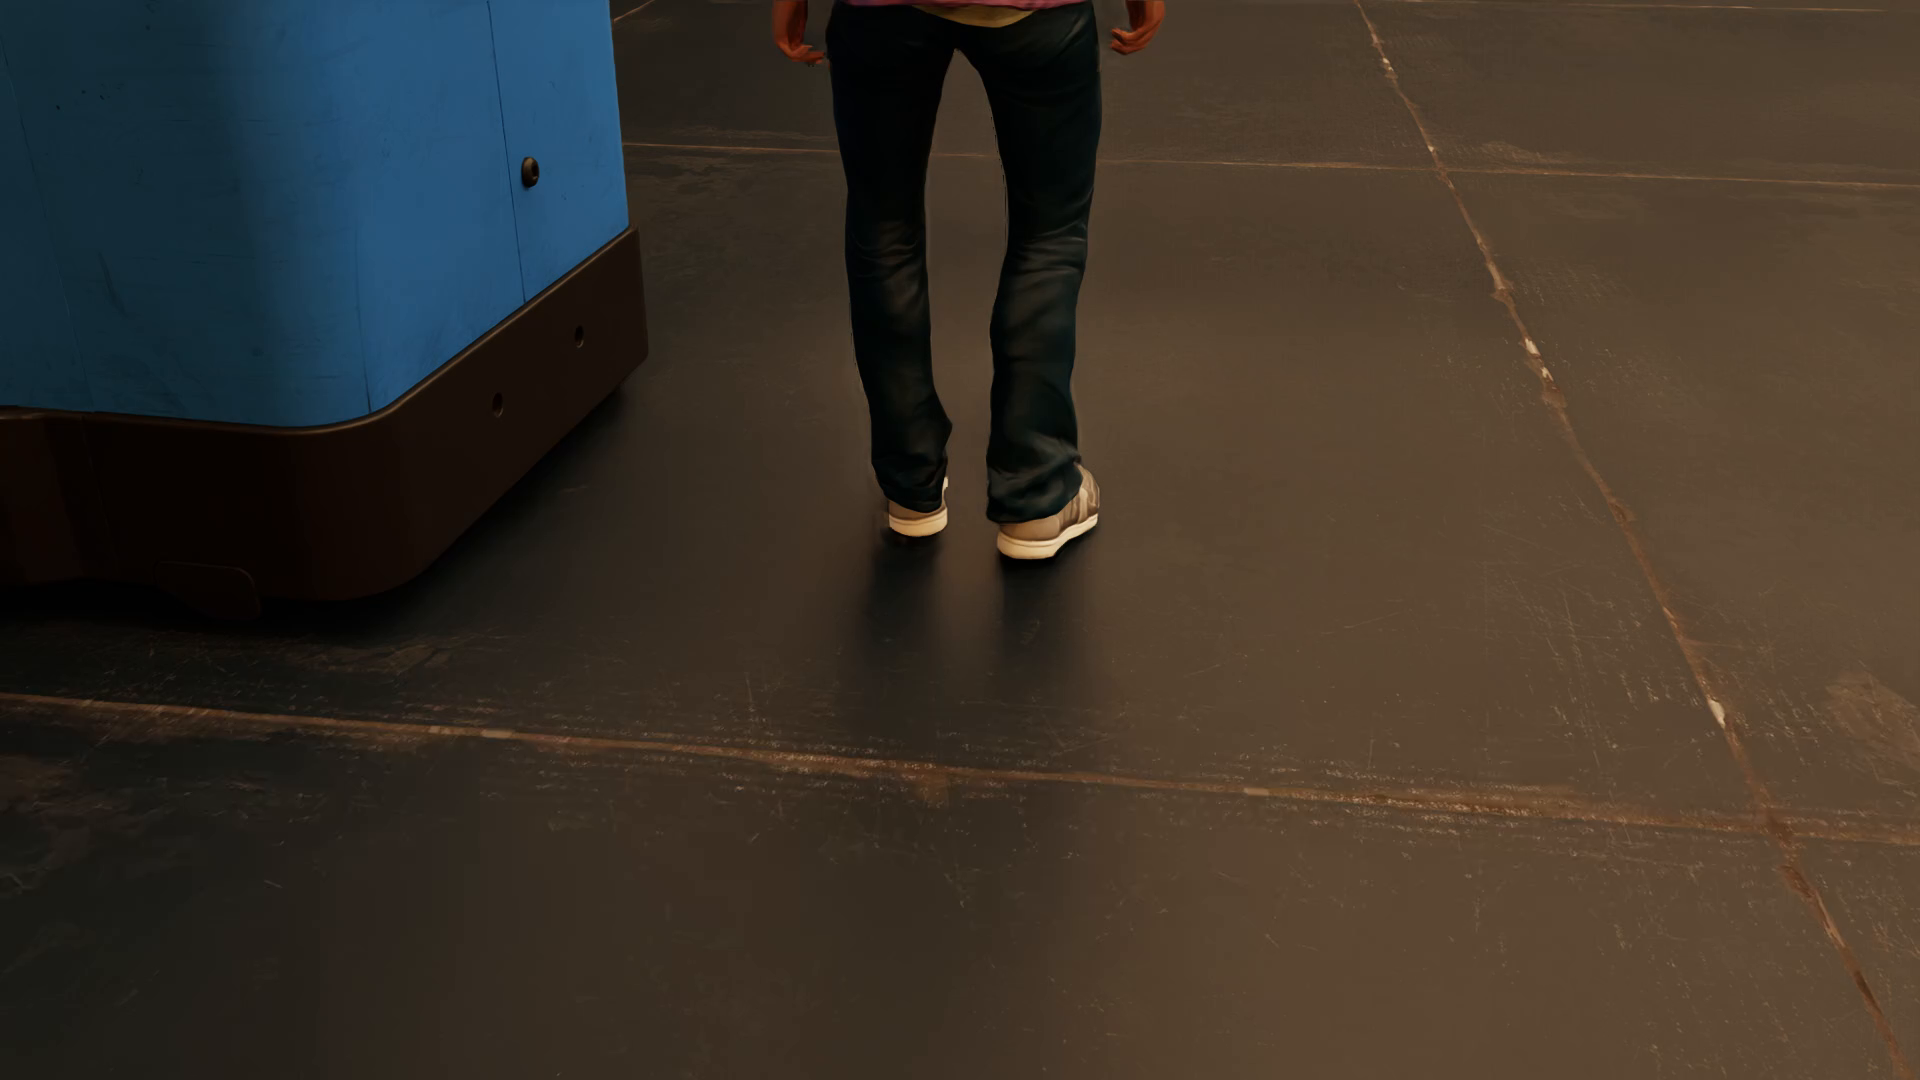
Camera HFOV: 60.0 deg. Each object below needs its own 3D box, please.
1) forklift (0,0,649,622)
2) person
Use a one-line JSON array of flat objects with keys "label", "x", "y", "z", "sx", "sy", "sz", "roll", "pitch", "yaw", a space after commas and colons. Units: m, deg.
[{"label": "forklift", "x": -2.132, "y": -1.518, "z": 2.259, "sx": 3.031, "sy": 2.935, "sz": 1.130, "roll": 5, "pitch": 27, "yaw": 10}, {"label": "person", "x": 0.014, "y": -0.732, "z": 2.220, "sx": 0.518, "sy": 1.579, "sz": 0.375, "roll": 4, "pitch": 27, "yaw": 7}]
